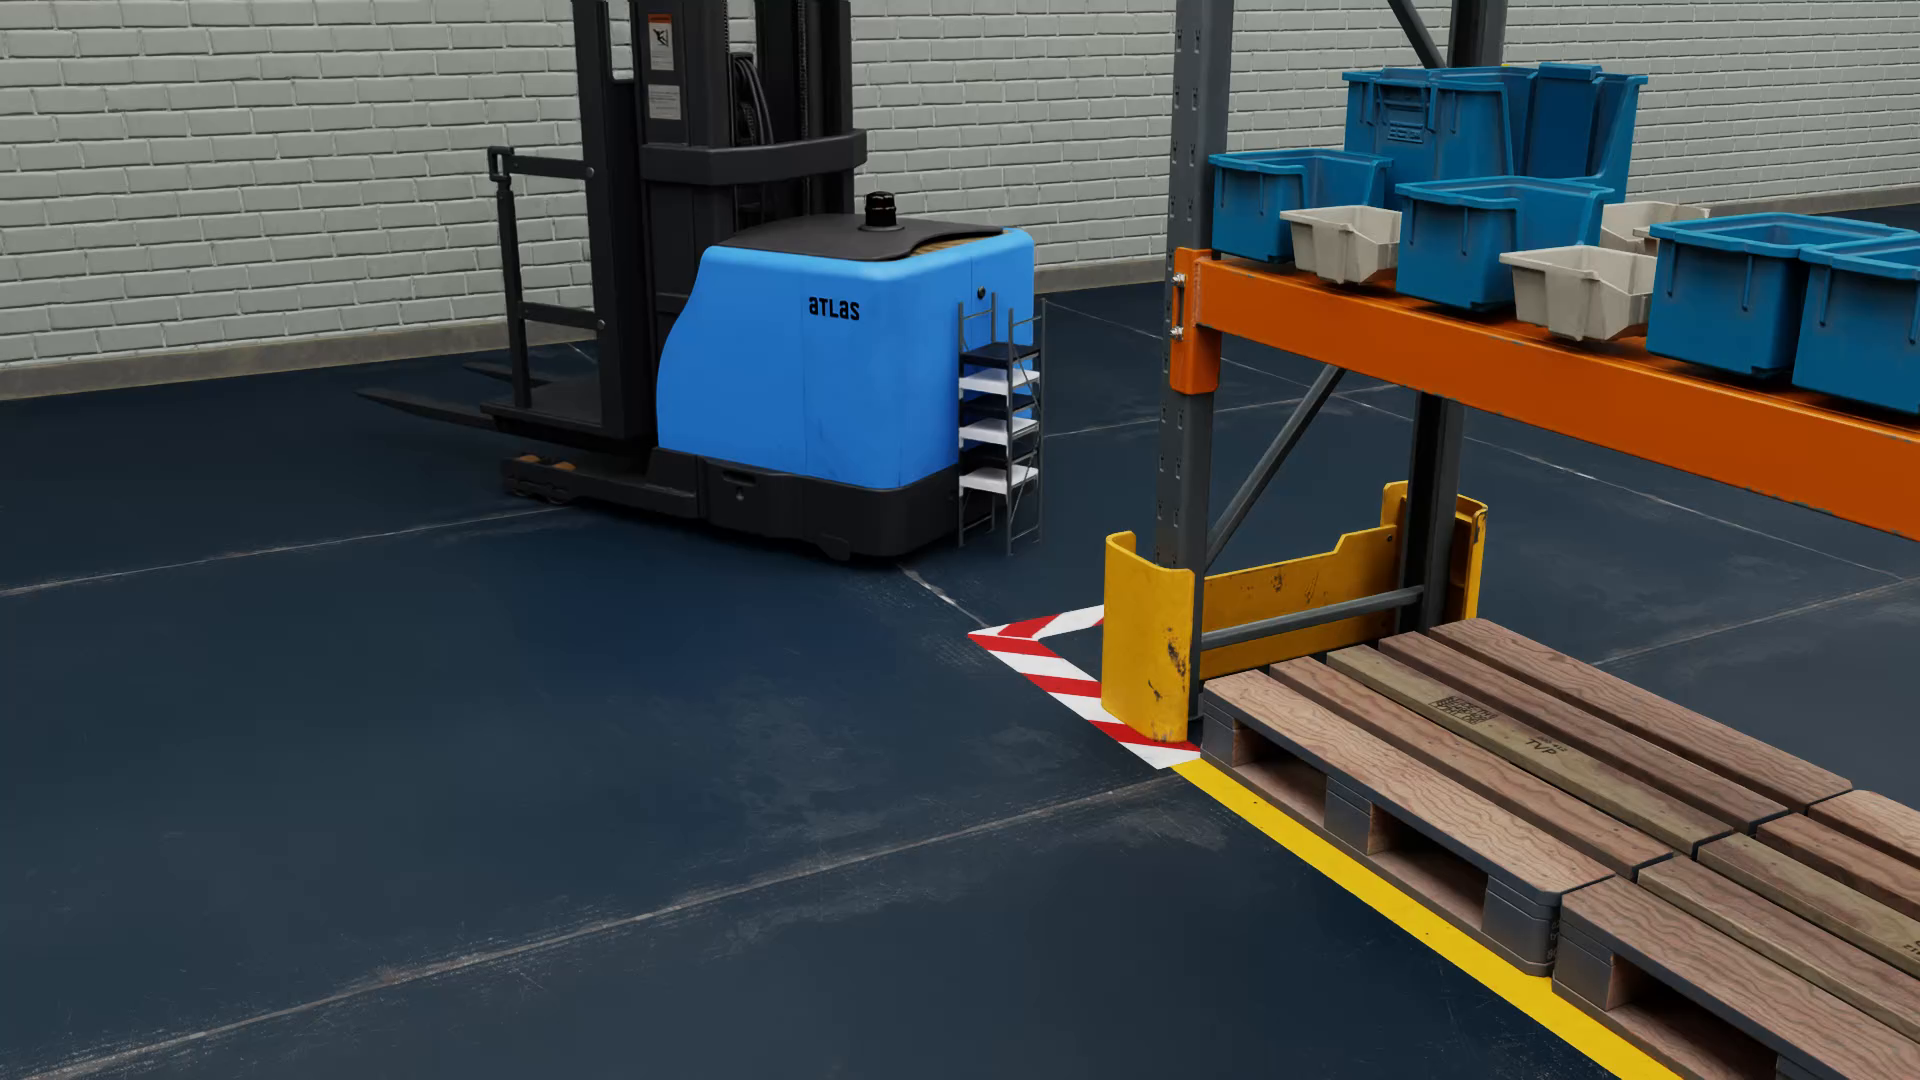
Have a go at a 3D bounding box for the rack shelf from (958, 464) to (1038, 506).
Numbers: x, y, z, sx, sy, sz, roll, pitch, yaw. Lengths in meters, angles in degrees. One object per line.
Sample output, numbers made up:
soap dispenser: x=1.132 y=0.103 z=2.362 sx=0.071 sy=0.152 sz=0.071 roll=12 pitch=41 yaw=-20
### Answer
rack shelf: x=0.147 y=-0.210 z=6.013 sx=0.200 sy=0.077 sz=0.258 roll=12 pitch=22 yaw=31

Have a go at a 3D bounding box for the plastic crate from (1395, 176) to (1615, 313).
plastic crate: x=1.139 y=-0.629 z=3.521 sx=0.416 sy=0.233 sz=0.300 roll=-10 pitch=21 yaw=-27

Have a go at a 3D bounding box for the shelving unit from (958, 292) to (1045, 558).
shelving unit: x=0.147 y=-0.411 z=5.944 sx=0.210 sy=0.900 sz=0.258 roll=12 pitch=22 yaw=31

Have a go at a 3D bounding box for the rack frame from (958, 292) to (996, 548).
rack frame: x=0.061 y=-0.429 z=5.996 sx=0.006 sy=0.900 sz=0.240 roll=12 pitch=22 yaw=31

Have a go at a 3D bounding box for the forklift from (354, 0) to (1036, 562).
forklift: x=-1.225 y=-1.656 z=6.436 sx=3.031 sy=2.935 sz=1.130 roll=12 pitch=22 yaw=31

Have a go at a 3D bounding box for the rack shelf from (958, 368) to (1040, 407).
rack shelf: x=0.147 y=-0.550 z=5.896 sx=0.200 sy=0.077 sz=0.258 roll=12 pitch=22 yaw=31

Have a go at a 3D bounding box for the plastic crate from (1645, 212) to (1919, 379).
plastic crate: x=1.452 y=-0.440 z=2.973 sx=0.416 sy=0.233 sz=0.300 roll=-10 pitch=21 yaw=-27

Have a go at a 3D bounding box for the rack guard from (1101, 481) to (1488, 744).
rack guard: x=0.976 y=0.186 z=4.826 sx=1.175 sy=0.500 sz=0.348 roll=-10 pitch=21 yaw=-27

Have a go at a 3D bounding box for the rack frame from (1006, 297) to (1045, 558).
rack frame: x=0.233 y=-0.394 z=5.892 sx=0.006 sy=0.900 sz=0.240 roll=12 pitch=22 yaw=31

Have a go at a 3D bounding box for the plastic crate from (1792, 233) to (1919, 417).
plastic crate: x=1.594 y=-0.354 z=2.723 sx=0.416 sy=0.233 sz=0.300 roll=-10 pitch=21 yaw=-27

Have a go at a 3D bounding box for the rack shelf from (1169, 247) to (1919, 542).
rack shelf: x=1.949 y=-0.077 z=2.857 sx=1.077 sy=0.370 sz=4.000 roll=-10 pitch=21 yaw=-27

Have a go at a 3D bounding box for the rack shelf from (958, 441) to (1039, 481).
rack shelf: x=0.147 y=-0.295 z=5.984 sx=0.200 sy=0.077 sz=0.258 roll=12 pitch=22 yaw=31

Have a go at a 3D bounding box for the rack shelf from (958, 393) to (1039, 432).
rack shelf: x=0.147 y=-0.465 z=5.925 sx=0.200 sy=0.077 sz=0.258 roll=12 pitch=22 yaw=31

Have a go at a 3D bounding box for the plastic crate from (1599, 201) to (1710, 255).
plastic crate: x=1.546 y=-0.688 z=3.840 sx=0.396 sy=0.136 sz=0.243 roll=-10 pitch=21 yaw=-27

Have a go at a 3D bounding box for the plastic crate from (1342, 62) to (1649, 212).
plastic crate: x=1.323 y=-0.969 z=4.194 sx=0.616 sy=0.435 sz=0.499 roll=-10 pitch=21 yaw=-27

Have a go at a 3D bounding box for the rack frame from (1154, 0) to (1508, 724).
rack frame: x=0.999 y=-0.991 z=4.404 sx=1.000 sy=3.000 sz=0.127 roll=-10 pitch=21 yaw=-27

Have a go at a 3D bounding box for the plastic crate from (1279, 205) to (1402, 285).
plastic crate: x=0.906 y=-0.668 z=3.780 sx=0.250 sy=0.136 sz=0.298 roll=-10 pitch=21 yaw=-27

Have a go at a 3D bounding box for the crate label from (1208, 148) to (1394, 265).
crate label: x=0.827 y=-0.818 z=4.068 sx=0.416 sy=0.233 sz=0.303 roll=-10 pitch=21 yaw=-27

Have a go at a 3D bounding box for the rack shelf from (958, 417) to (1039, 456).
rack shelf: x=0.147 y=-0.380 z=5.955 sx=0.200 sy=0.077 sz=0.258 roll=12 pitch=22 yaw=31

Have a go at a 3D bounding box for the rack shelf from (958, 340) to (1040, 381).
rack shelf: x=0.147 y=-0.635 z=5.867 sx=0.200 sy=0.077 sz=0.258 roll=12 pitch=22 yaw=31

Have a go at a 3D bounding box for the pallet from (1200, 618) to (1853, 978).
pallet: x=1.357 y=0.570 z=4.155 sx=1.003 sy=0.211 sz=1.213 roll=-10 pitch=21 yaw=-27

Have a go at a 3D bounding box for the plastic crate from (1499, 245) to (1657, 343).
plastic crate: x=1.228 y=-0.473 z=3.216 sx=0.250 sy=0.136 sz=0.298 roll=-10 pitch=21 yaw=-27

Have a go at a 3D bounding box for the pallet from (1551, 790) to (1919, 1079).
pallet: x=1.932 y=0.920 z=3.142 sx=1.003 sy=0.211 sz=1.213 roll=-10 pitch=21 yaw=-27

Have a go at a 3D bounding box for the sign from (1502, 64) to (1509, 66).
sign: x=1.476 y=-1.158 z=4.638 sx=0.100 sy=0.325 sz=0.005 roll=-10 pitch=21 yaw=-27

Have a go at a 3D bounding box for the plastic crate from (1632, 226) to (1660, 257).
plastic crate: x=1.671 y=-0.603 z=3.592 sx=0.396 sy=0.136 sz=0.243 roll=-10 pitch=21 yaw=-27
